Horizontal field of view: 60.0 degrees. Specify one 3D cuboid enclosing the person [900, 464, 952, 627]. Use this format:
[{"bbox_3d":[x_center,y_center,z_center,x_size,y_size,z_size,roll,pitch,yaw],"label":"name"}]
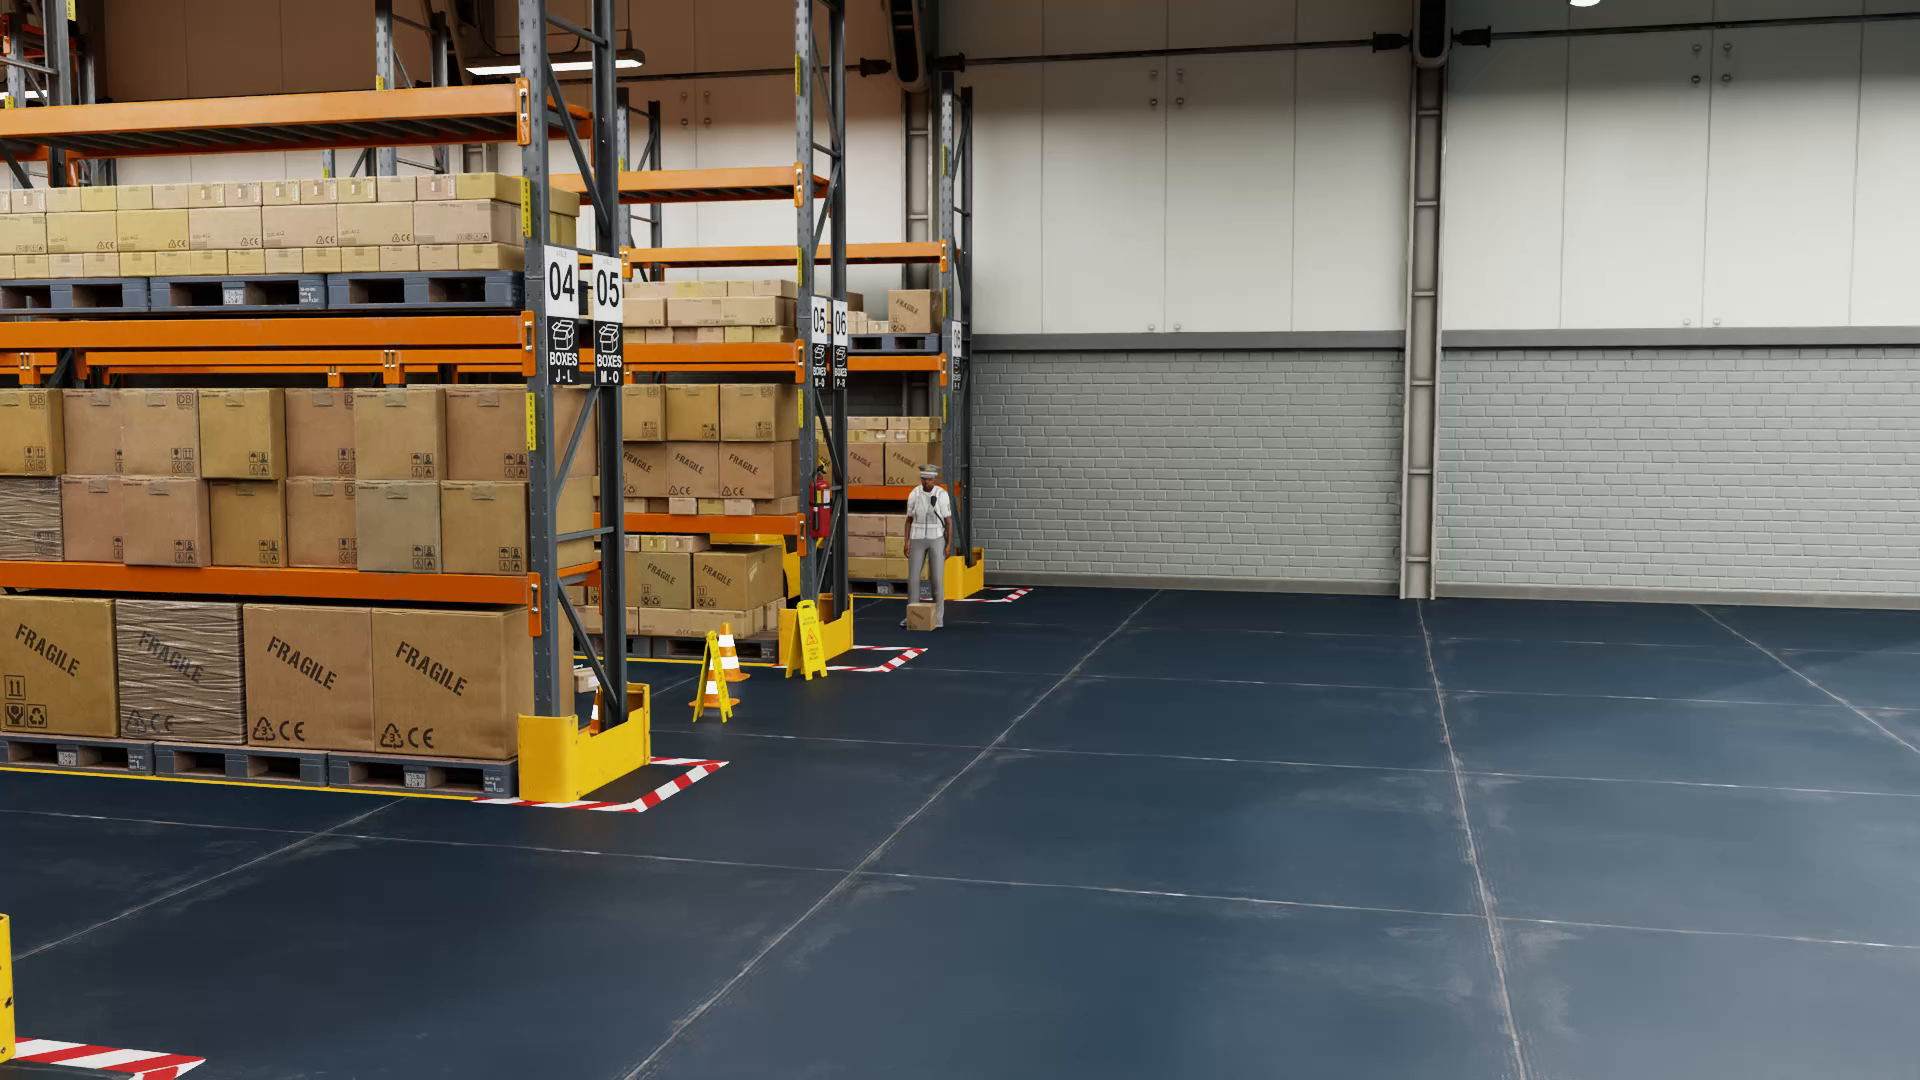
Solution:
[{"bbox_3d":[-0.341,0.053,16.951,0.522,1.658,0.395,1,5,10],"label":"person"}]
